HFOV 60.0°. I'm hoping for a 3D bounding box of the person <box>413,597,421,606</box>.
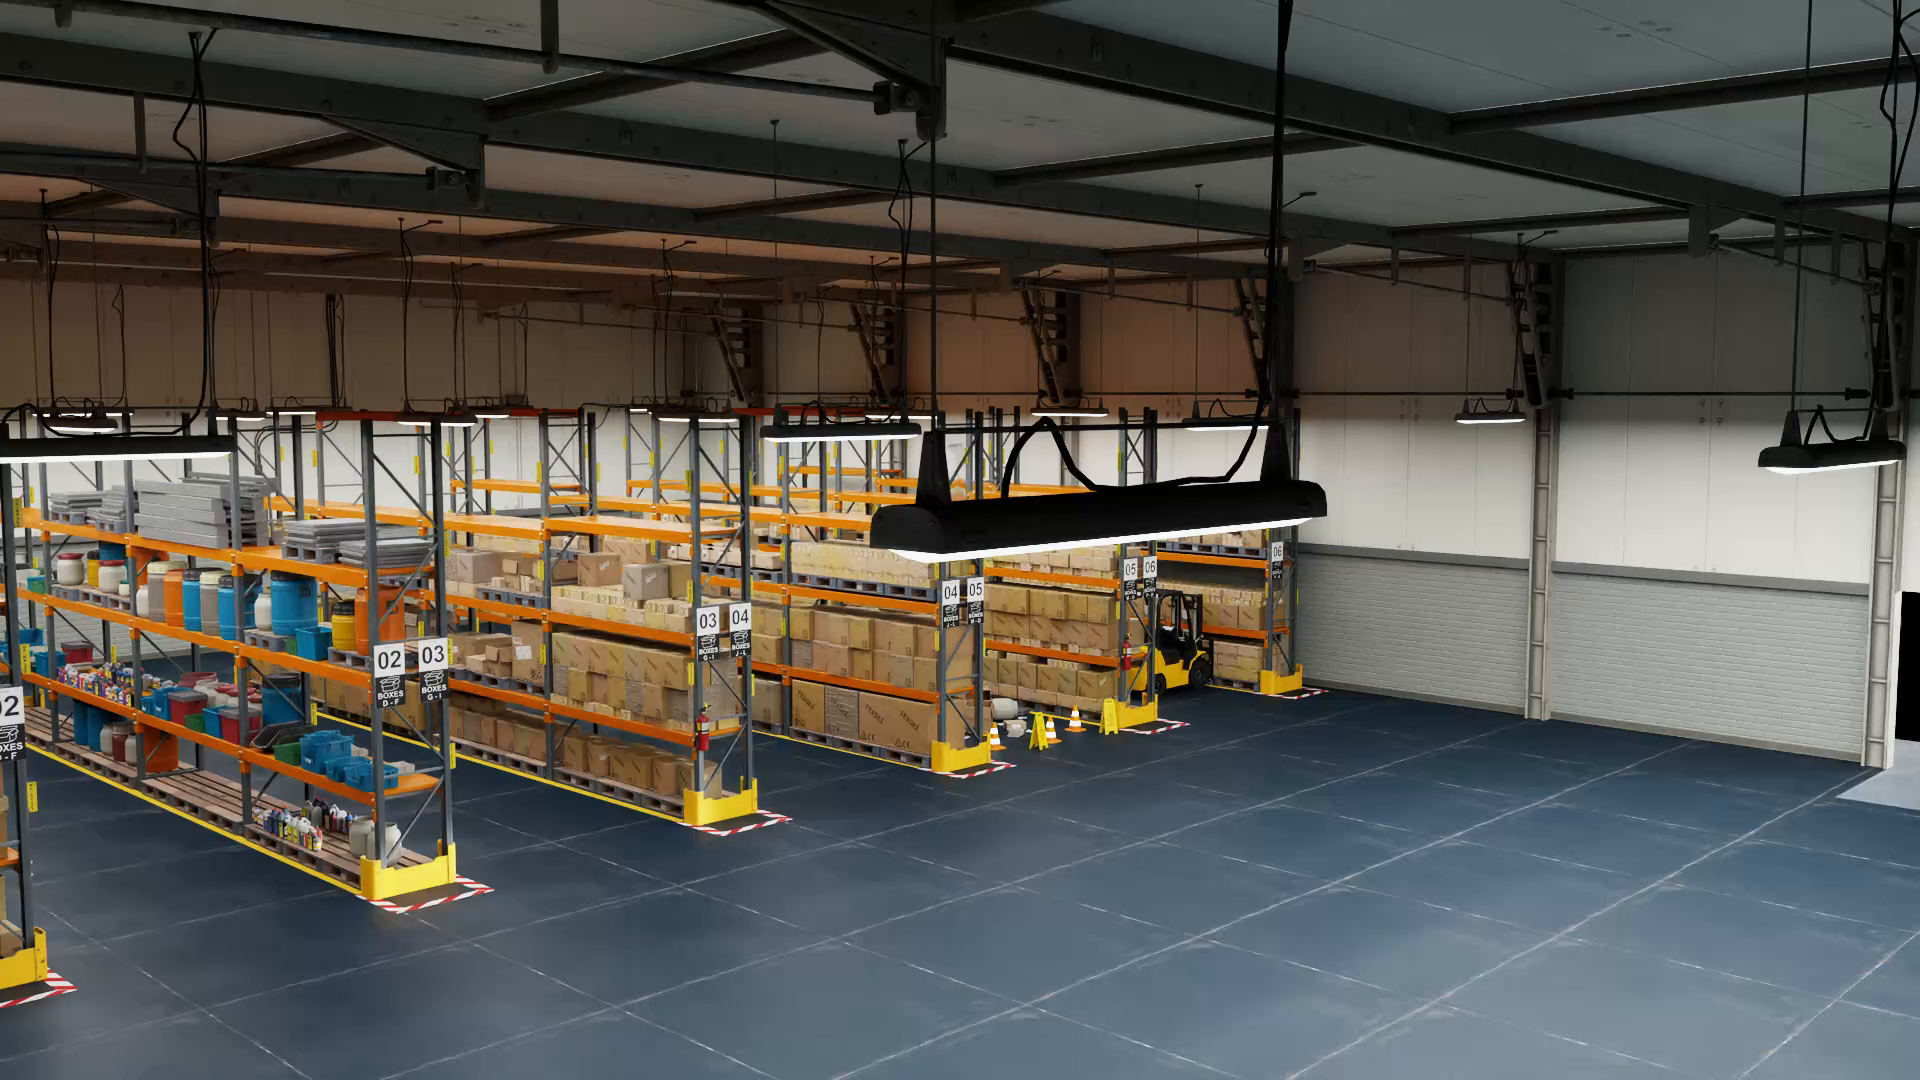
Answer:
[{"bbox_3d":[-12.624,2.068,38.666,0.671,1.660,0.925,-2,5,-18],"label":"person"}]
